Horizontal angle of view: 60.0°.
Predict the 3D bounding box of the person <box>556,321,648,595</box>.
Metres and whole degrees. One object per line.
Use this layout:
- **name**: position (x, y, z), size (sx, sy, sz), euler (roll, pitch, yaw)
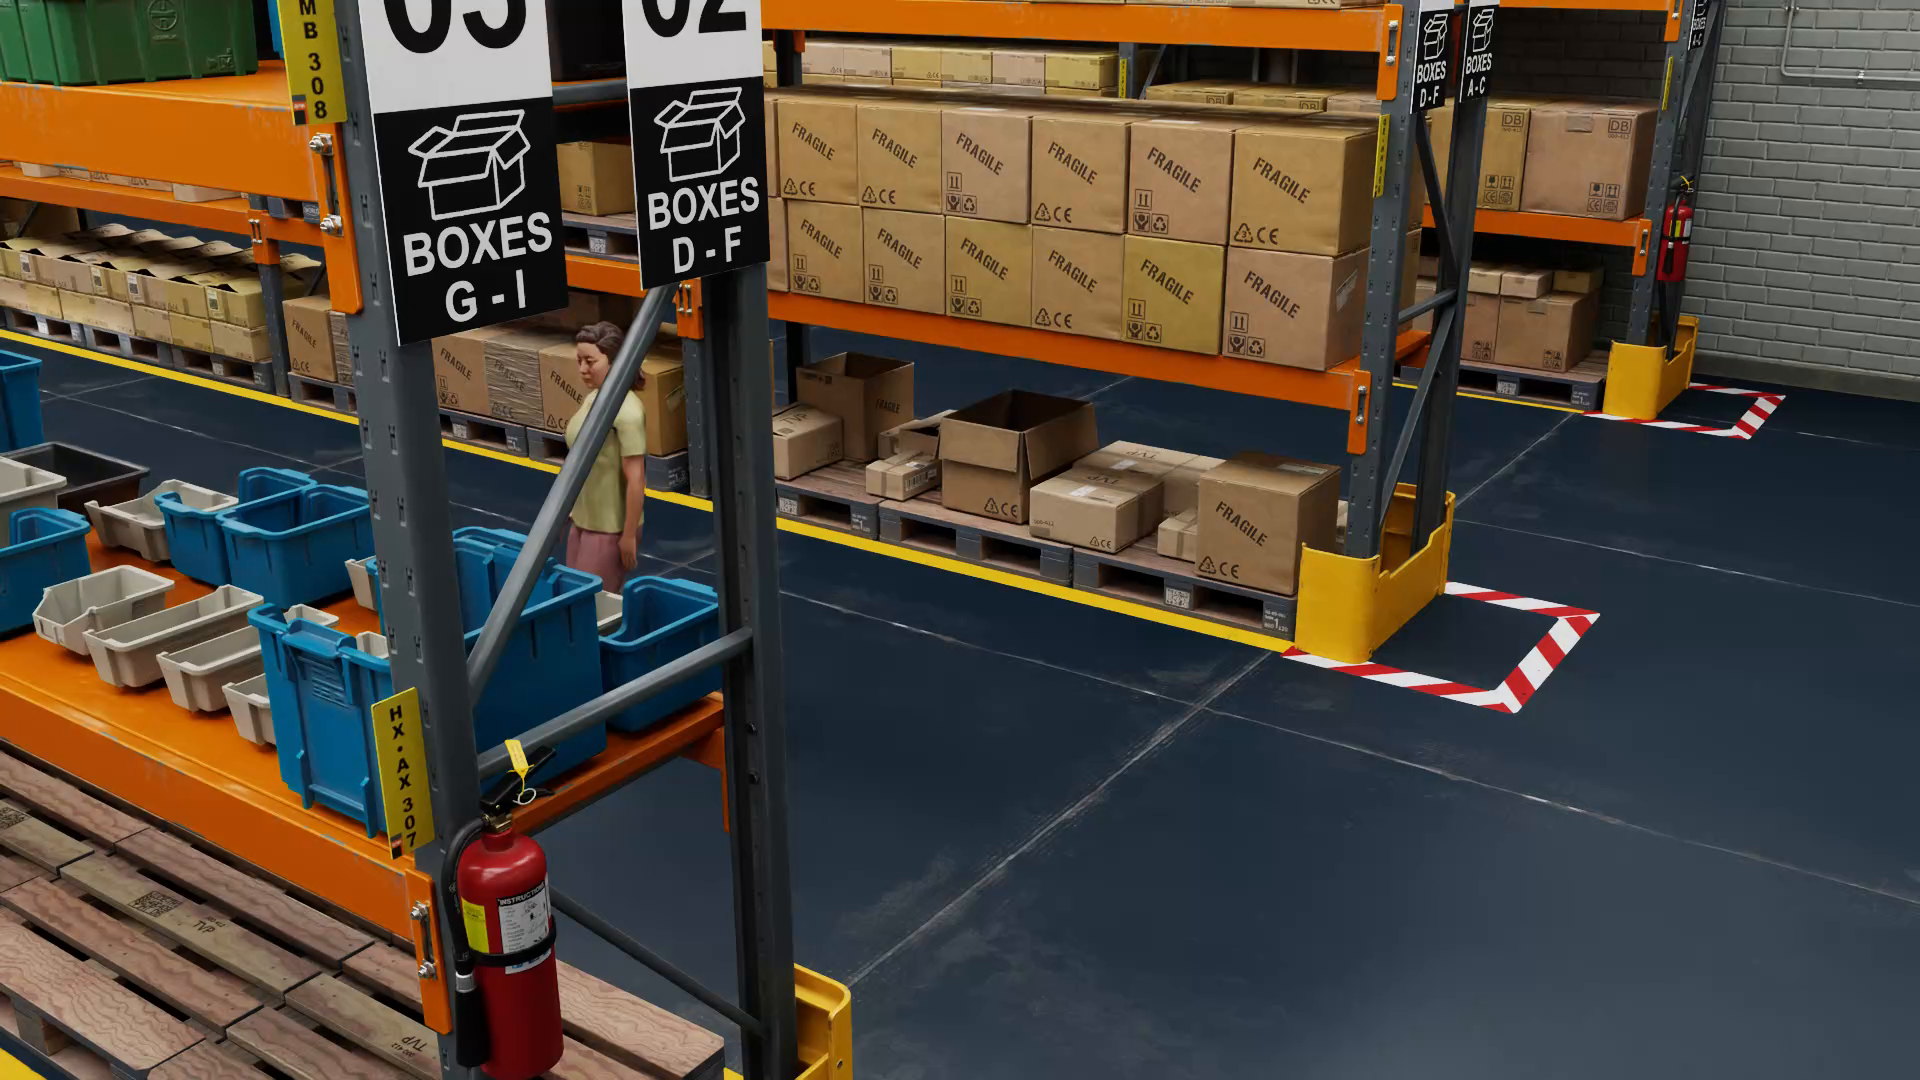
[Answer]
- **person**: position (-1.484, -0.049, 6.706), size (0.690, 1.654, 0.491), euler (-11, 23, -28)
